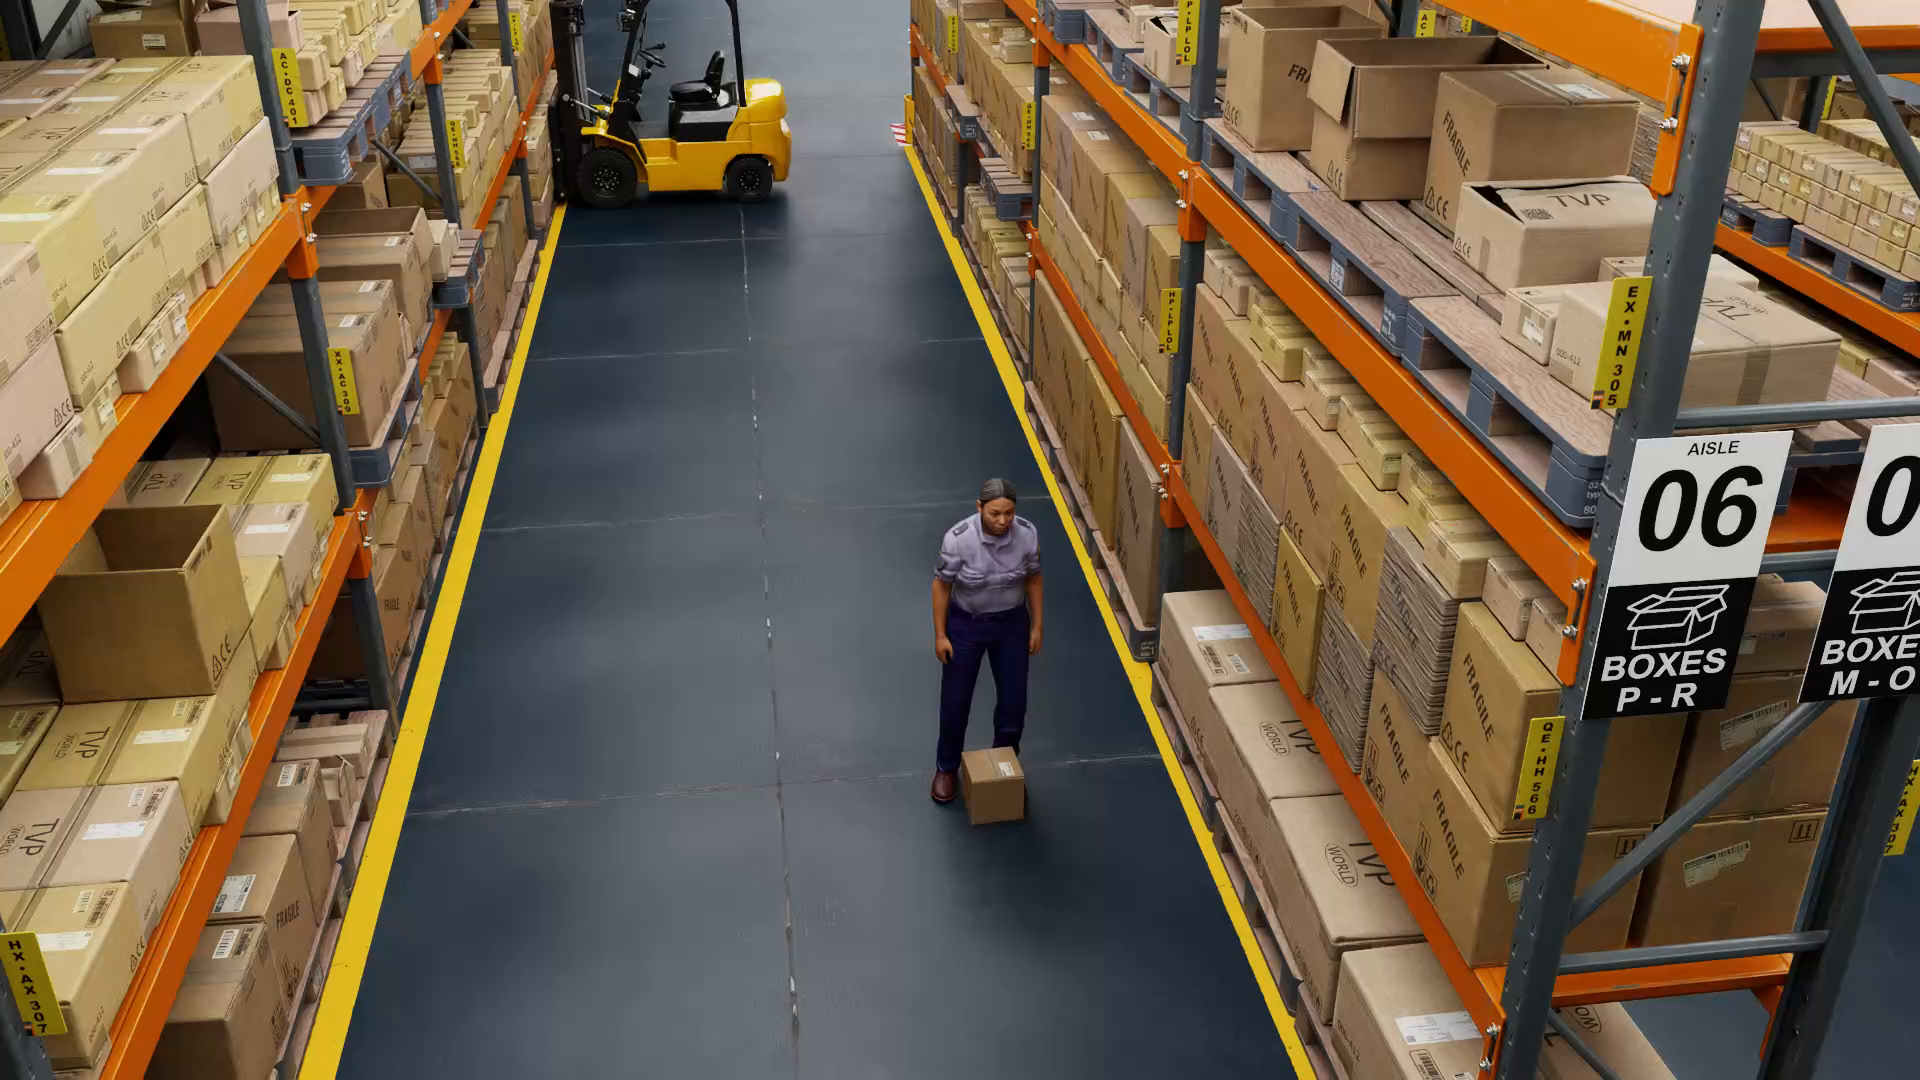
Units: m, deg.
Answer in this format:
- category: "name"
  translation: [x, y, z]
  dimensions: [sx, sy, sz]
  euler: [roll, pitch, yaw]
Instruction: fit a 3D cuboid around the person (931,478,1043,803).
- category: "person"
  translation: [0.124, 0.455, 7.762]
  dimensions: [0.563, 1.637, 0.425]
  euler: [-5, 28, -10]
